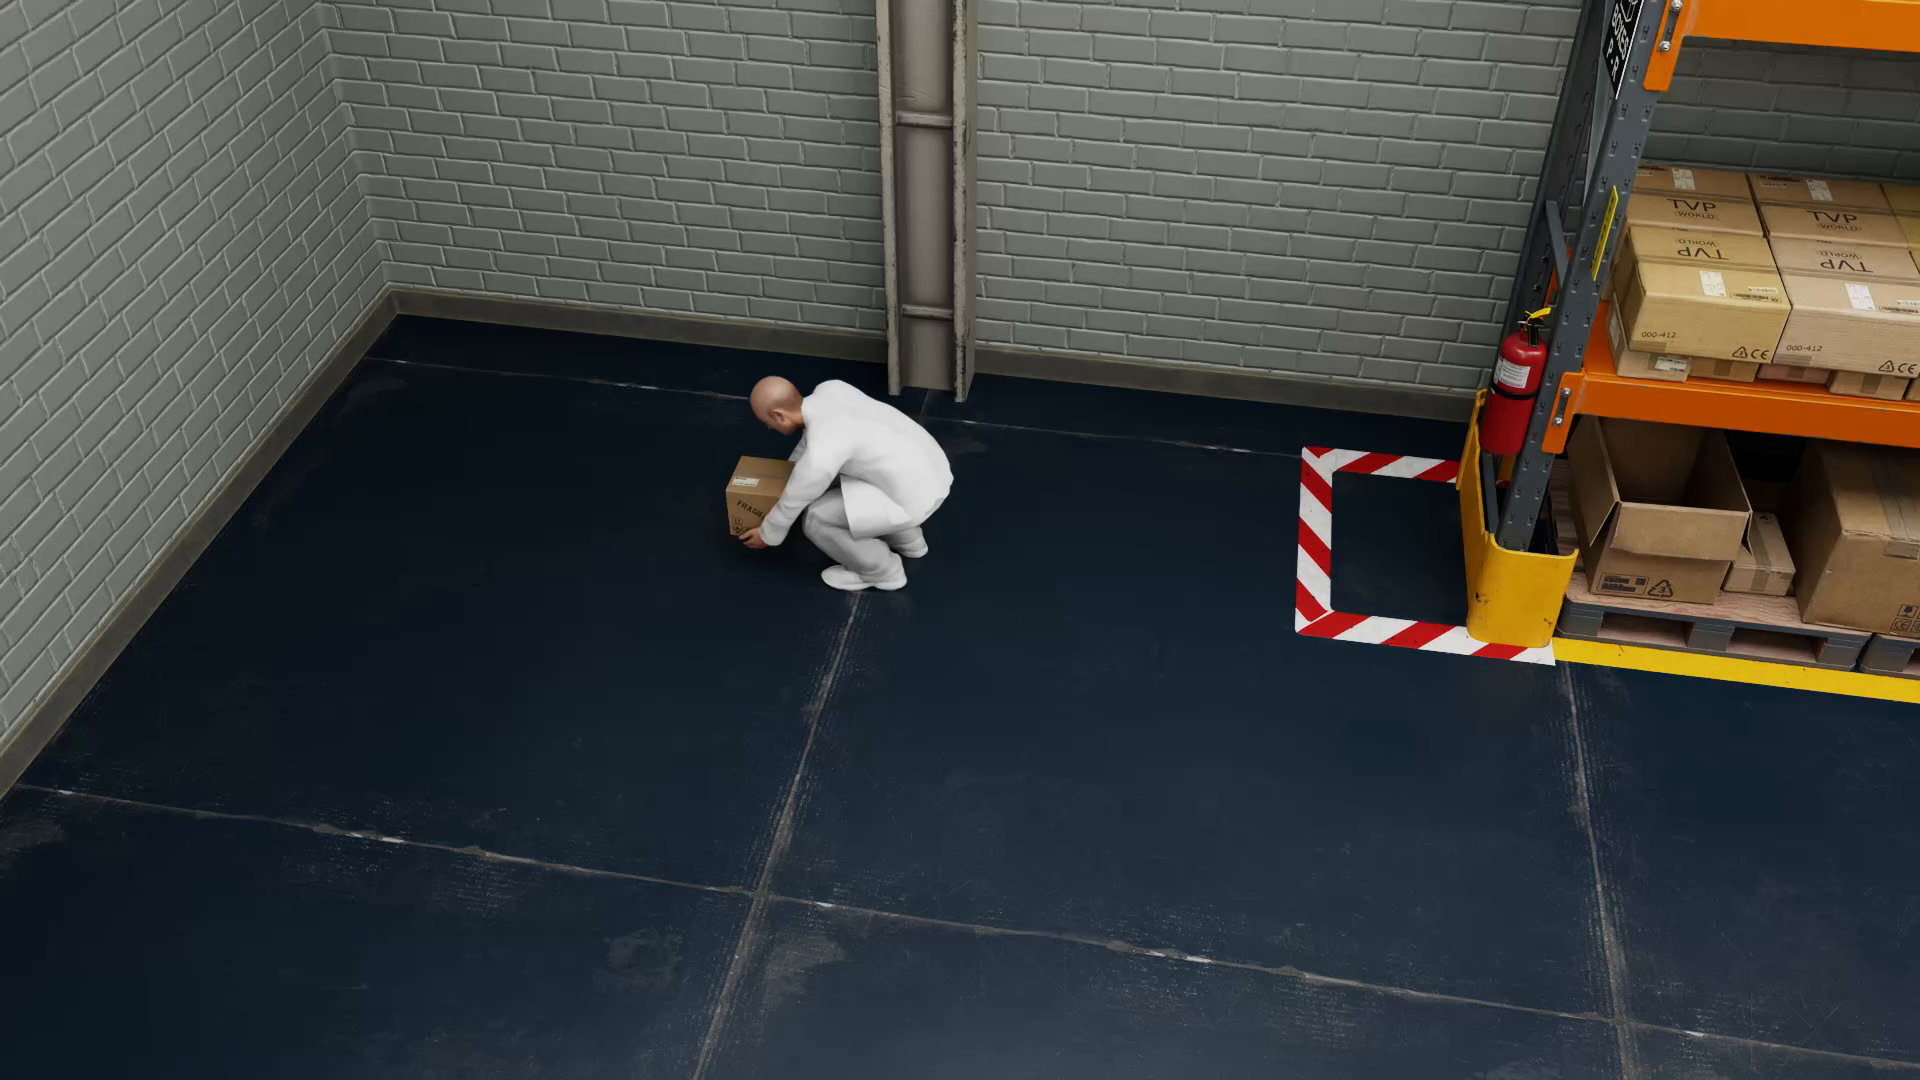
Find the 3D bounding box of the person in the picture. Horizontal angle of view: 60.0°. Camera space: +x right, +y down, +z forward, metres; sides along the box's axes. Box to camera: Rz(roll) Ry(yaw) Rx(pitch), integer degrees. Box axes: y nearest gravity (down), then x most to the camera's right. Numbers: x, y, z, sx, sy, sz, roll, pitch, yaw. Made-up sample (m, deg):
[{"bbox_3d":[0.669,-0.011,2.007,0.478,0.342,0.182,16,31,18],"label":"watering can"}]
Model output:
[{"bbox_3d":[-0.489,-0.268,7.087,0.912,1.011,0.611,6,40,8],"label":"person"}]
